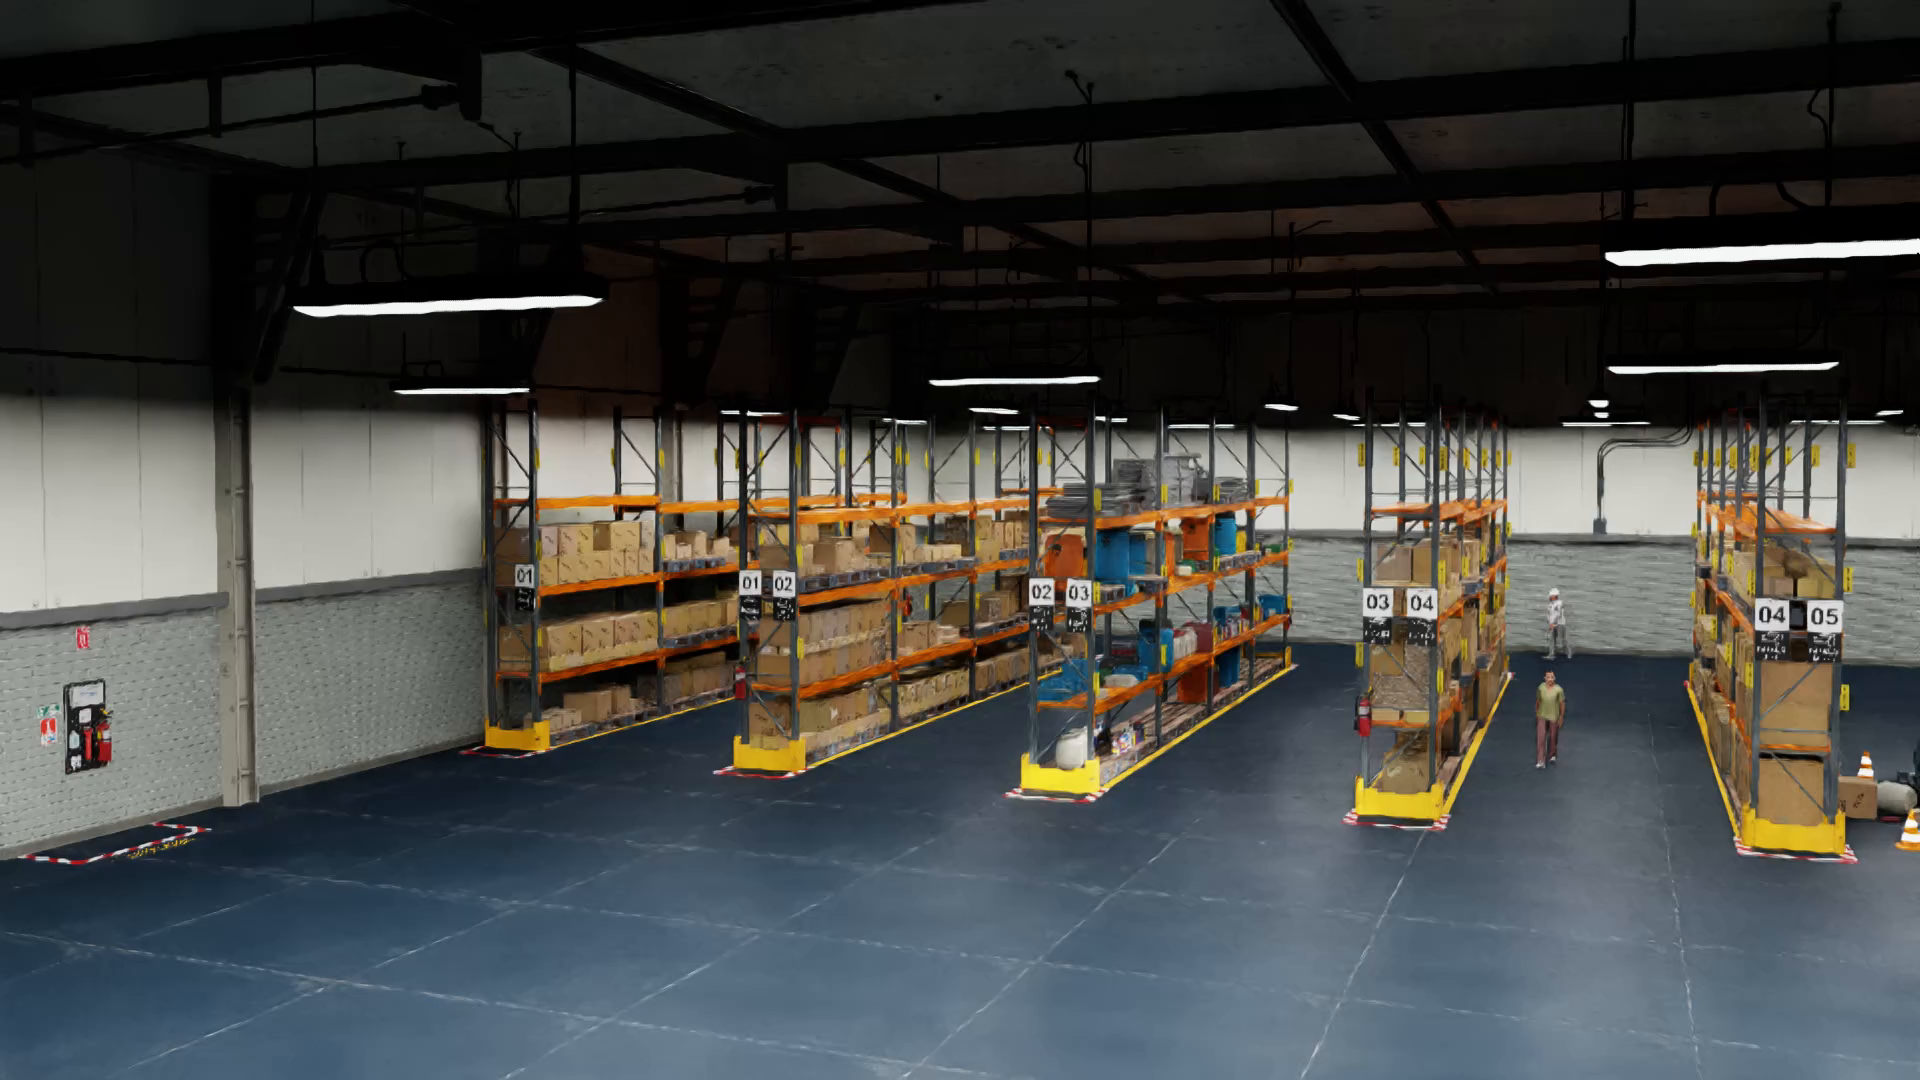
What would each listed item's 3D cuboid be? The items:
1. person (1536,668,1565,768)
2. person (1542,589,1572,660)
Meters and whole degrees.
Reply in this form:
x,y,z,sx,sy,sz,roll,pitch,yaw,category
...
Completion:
x,y,z,sx,sy,sz,roll,pitch,yaw,category
9.536,2.868,26.871,0.447,1.571,1.095,1,3,20,person
14.828,2.093,41.241,0.701,1.769,0.551,0,3,-7,person
